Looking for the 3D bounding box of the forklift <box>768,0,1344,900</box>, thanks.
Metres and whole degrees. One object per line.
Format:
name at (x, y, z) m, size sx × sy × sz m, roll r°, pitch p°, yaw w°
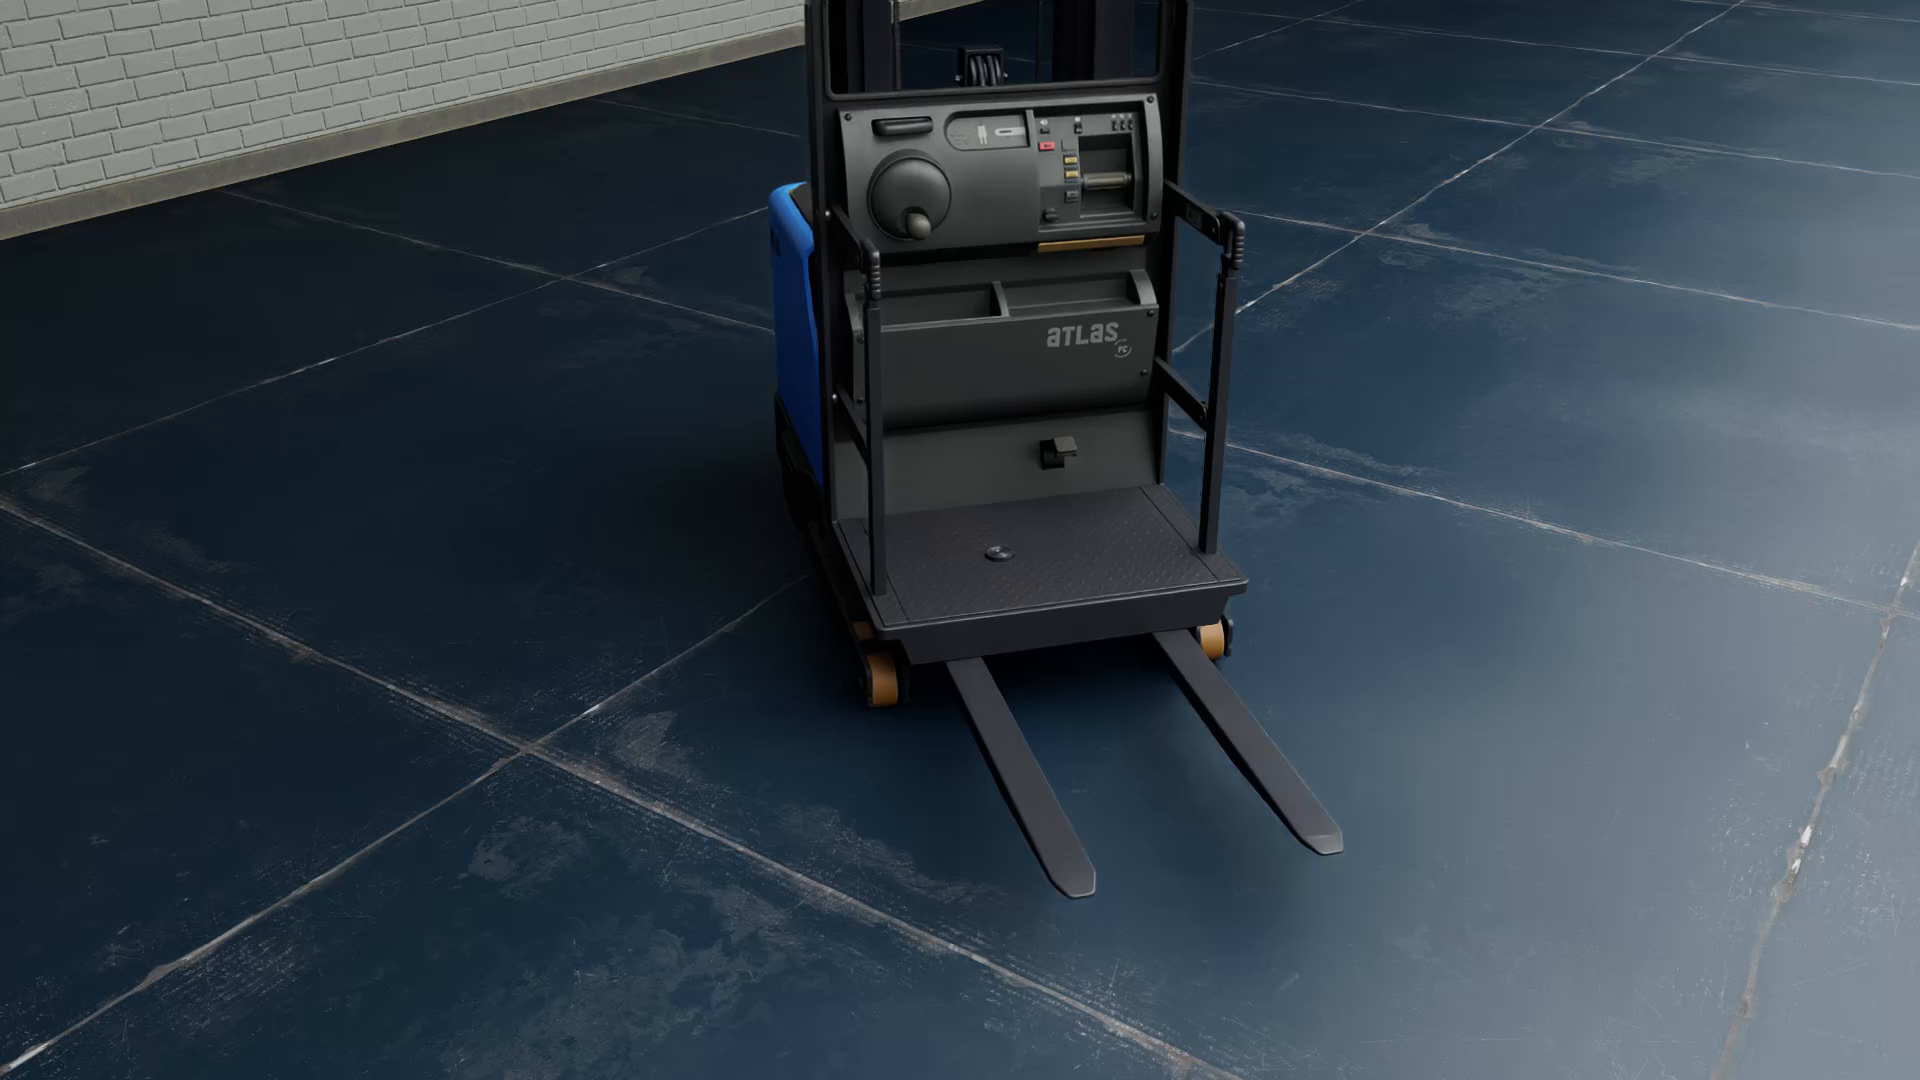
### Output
forklift at (0.181, -1.014, 4.511) m, size 1.130 × 2.935 × 3.031 m, roll -7°, pitch 28°, yaw -13°
